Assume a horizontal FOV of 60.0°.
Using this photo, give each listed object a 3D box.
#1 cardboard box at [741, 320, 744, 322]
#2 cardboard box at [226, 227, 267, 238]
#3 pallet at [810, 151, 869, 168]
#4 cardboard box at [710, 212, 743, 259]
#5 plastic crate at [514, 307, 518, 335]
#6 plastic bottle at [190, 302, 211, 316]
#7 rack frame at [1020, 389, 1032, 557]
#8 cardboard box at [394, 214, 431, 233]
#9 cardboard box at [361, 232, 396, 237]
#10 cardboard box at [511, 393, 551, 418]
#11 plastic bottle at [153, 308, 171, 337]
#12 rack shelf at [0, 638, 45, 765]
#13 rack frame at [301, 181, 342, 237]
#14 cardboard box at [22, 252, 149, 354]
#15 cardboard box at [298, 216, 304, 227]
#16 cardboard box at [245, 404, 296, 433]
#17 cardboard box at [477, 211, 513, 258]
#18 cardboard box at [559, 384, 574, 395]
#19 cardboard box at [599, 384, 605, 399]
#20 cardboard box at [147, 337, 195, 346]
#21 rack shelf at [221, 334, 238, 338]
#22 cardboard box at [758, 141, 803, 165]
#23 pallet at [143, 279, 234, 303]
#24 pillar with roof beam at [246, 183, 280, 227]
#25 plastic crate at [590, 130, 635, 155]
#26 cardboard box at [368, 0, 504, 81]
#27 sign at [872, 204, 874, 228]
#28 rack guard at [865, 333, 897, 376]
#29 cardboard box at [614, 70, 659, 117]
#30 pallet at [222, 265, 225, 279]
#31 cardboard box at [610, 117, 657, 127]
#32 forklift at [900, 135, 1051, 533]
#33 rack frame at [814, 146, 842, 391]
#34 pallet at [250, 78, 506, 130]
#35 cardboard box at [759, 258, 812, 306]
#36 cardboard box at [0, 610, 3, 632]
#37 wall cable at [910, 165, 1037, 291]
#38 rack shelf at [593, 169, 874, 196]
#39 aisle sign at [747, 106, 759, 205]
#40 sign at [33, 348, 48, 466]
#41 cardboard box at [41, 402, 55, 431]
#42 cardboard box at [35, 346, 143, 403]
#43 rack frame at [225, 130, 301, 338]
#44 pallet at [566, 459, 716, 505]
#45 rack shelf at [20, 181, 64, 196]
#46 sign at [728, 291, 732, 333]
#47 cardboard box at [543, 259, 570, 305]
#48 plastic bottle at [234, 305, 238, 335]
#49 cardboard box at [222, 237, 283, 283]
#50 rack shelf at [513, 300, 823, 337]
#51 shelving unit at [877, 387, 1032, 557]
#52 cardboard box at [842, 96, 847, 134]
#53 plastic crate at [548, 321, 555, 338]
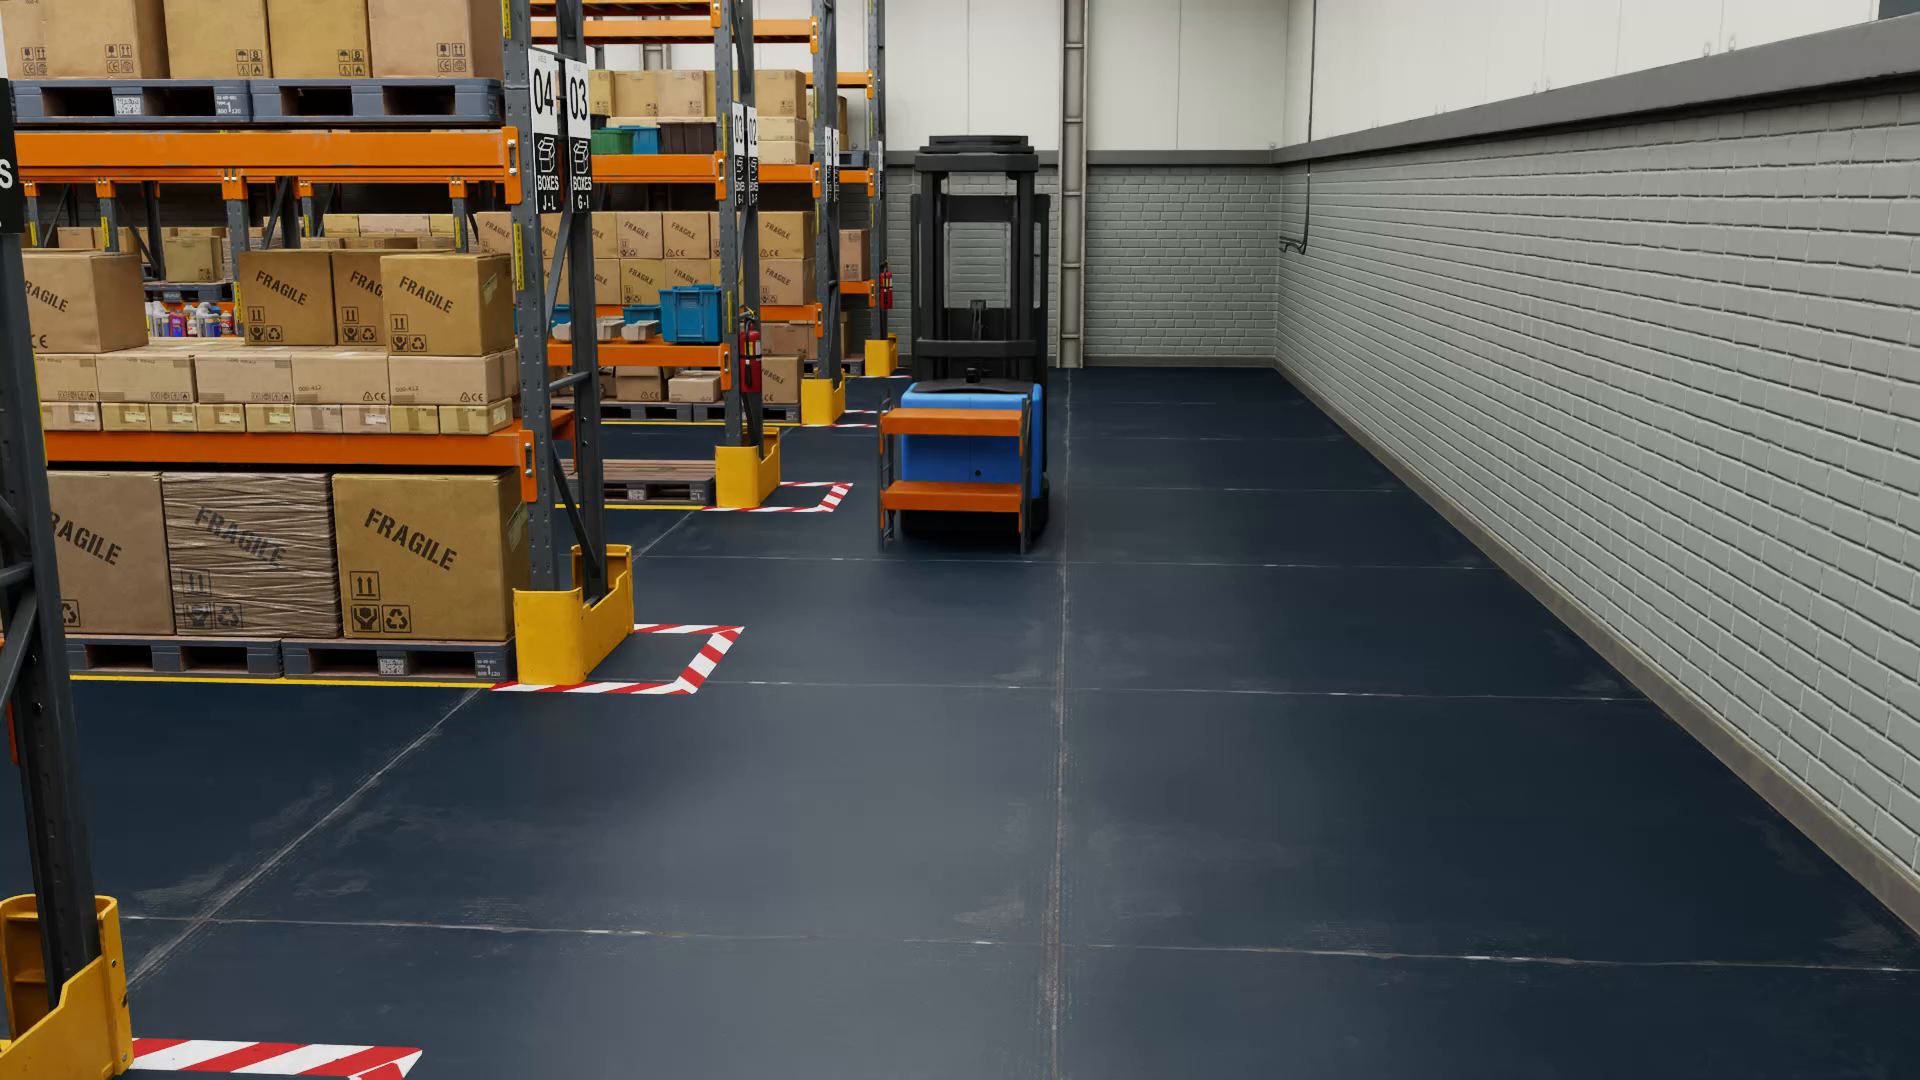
[{"bbox_3d":[-2.974,-3.212,23.794,0.250,0.149,0.380,1,12,4],"label":"cardboard box"},{"bbox_3d":[-10.153,-4.248,23.930,0.500,0.500,0.700,0,12,-2],"label":"cardboard box"},{"bbox_3d":[-1.883,-5.300,23.171,1.213,0.211,1.003,1,12,4],"label":"pallet"},{"bbox_3d":[-2.436,-3.350,18.273,0.500,0.500,0.500,1,12,5],"label":"cardboard box"},{"bbox_3d":[-3.642,-1.884,14.210,0.300,0.233,0.416,1,12,4],"label":"plastic crate"},{"bbox_3d":[-6.597,-1.927,14.456,0.135,0.276,0.152,1,12,4],"label":"plastic bottle"},{"bbox_3d":[0.473,-0.481,11.822,0.032,1.125,0.500,2,12,7],"label":"rack frame"},{"bbox_3d":[-7.653,-4.476,23.490,0.500,0.250,0.500,1,12,4],"label":"cardboard box"},{"bbox_3d":[-8.135,-4.113,23.586,0.500,0.500,0.500,1,12,6],"label":"cardboard box"},{"bbox_3d":[-2.467,-0.781,9.290,0.250,0.149,0.380,1,12,4],"label":"cardboard box"},{"bbox_3d":[-6.574,-1.782,13.764,0.135,0.276,0.152,1,12,4],"label":"plastic bottle"},{"bbox_3d":[-4.563,0.505,4.285,4.000,0.370,1.077,1,12,4],"label":"rack shelf"},{"bbox_3d":[-9.124,-3.977,23.954,0.127,3.000,1.000,1,12,4],"label":"rack frame"},{"bbox_3d":[-4.655,-1.252,8.738,0.500,0.500,0.500,0,12,2],"label":"cardboard box"},{"bbox_3d":[-9.470,-4.557,23.826,0.250,0.149,0.380,-1,12,-4],"label":"cardboard box"},{"bbox_3d":[-3.531,-0.660,8.711,0.250,0.149,0.380,1,12,2],"label":"cardboard box"},{"bbox_3d":[-5.009,-3.385,18.436,0.500,0.500,0.500,1,12,5],"label":"cardboard box"},{"bbox_3d":[-4.495,-1.787,19.375,0.250,0.149,0.380,1,12,4],"label":"cardboard box"},{"bbox_3d":[-4.192,-1.679,18.814,0.250,0.166,0.380,1,12,4],"label":"cardboard box"},{"bbox_3d":[-4.642,-0.993,9.328,0.500,0.250,0.500,1,12,5],"label":"cardboard box"},{"bbox_3d":[-7.791,-1.574,14.222,4.000,0.370,1.077,1,12,4],"label":"rack shelf"},{"bbox_3d":[-1.999,-4.203,18.077,0.500,0.250,0.500,1,12,4],"label":"cardboard box"},{"bbox_3d":[-8.770,-2.876,19.160,1.003,0.211,1.213,1,12,4],"label":"pallet"},{"bbox_3d":[-10.651,-6.228,20.065,0.400,9.000,9.100,1,12,4],"label":"pillar with roof beam"},{"bbox_3d":[-2.807,-3.163,13.256,0.336,0.188,0.450,1,12,4],"label":"plastic crate"},{"bbox_3d":[-2.657,-2.600,8.529,0.500,0.500,0.700,0,12,0],"label":"cardboard box"},{"bbox_3d":[-1.192,-4.440,22.759,0.005,0.325,0.100,1,12,4],"label":"sign"},{"bbox_3d":[-1.118,-2.644,23.685,0.348,0.500,1.175,1,12,4],"label":"rack guard"},{"bbox_3d":[-3.475,-4.901,18.358,0.500,0.500,0.700,1,12,4],"label":"cardboard box"},{"bbox_3d":[-9.842,-3.871,23.916,1.003,0.211,1.213,1,12,4],"label":"pallet"},{"bbox_3d":[-3.496,-4.470,18.130,0.500,0.250,0.500,1,12,4],"label":"cardboard box"},{"bbox_3d":[0.171,-1.741,13.433,1.130,2.935,3.031,1,12,4],"label":"forklift"},{"bbox_3d":[-1.469,-2.855,18.593,0.127,3.000,1.000,1,12,4],"label":"rack frame"},{"bbox_3d":[-2.876,-2.265,8.659,1.213,0.211,1.003,1,12,4],"label":"pallet"},{"bbox_3d":[-1.934,-2.855,18.346,0.500,0.500,0.500,1,12,5],"label":"cardboard box"},{"bbox_3d":[-5.473,-0.027,9.233,0.875,0.875,0.875,1,12,4],"label":"cardboard box"},{"bbox_3d":[0.199,-4.541,24.167,1.851,1.984,0.084,1,12,4],"label":"wall cable"},{"bbox_3d":[-3.137,-5.011,23.328,4.000,0.370,1.077,1,12,4],"label":"rack shelf"},{"bbox_3d":[-1.712,-3.176,13.775,0.004,0.787,0.394,1,12,4],"label":"aisle sign"},{"bbox_3d":[-2.531,-0.354,4.522,0.005,0.325,0.100,1,12,4],"label":"sign"},{"bbox_3d":[-4.810,-0.678,8.796,0.250,0.149,0.380,1,12,3],"label":"cardboard box"},{"bbox_3d":[-4.662,-0.885,8.813,0.500,0.250,0.500,1,12,5],"label":"cardboard box"},{"bbox_3d":[-5.795,-1.898,14.017,0.127,3.000,1.000,1,12,4],"label":"rack frame"},{"bbox_3d":[-2.624,-0.498,14.133,1.213,0.211,1.003,1,12,4],"label":"pallet"},{"bbox_3d":[-15.111,-5.175,24.113,4.000,0.370,1.077,1,12,4],"label":"rack shelf"},{"bbox_3d":[-1.825,-1.811,13.200,0.005,0.325,0.100,1,12,4],"label":"sign"},{"bbox_3d":[-4.459,-2.890,18.514,0.500,0.500,0.500,1,12,5],"label":"cardboard box"},{"bbox_3d":[-6.165,-1.946,14.364,0.185,0.351,0.144,1,12,4],"label":"plastic bottle"},{"bbox_3d":[-7.916,-3.182,18.885,0.500,0.500,0.700,3,12,14],"label":"cardboard box"},{"bbox_3d":[-3.465,-2.531,18.797,4.000,0.370,1.077,1,12,4],"label":"rack shelf"},{"bbox_3d":[-0.031,-0.495,11.886,1.048,1.125,0.538,2,12,7],"label":"shelving unit"},{"bbox_3d":[-1.854,-5.943,23.293,0.500,0.500,0.500,0,12,2],"label":"cardboard box"},{"bbox_3d":[-3.494,-1.724,13.682,0.250,0.136,0.298,1,12,4],"label":"plastic crate"}]
